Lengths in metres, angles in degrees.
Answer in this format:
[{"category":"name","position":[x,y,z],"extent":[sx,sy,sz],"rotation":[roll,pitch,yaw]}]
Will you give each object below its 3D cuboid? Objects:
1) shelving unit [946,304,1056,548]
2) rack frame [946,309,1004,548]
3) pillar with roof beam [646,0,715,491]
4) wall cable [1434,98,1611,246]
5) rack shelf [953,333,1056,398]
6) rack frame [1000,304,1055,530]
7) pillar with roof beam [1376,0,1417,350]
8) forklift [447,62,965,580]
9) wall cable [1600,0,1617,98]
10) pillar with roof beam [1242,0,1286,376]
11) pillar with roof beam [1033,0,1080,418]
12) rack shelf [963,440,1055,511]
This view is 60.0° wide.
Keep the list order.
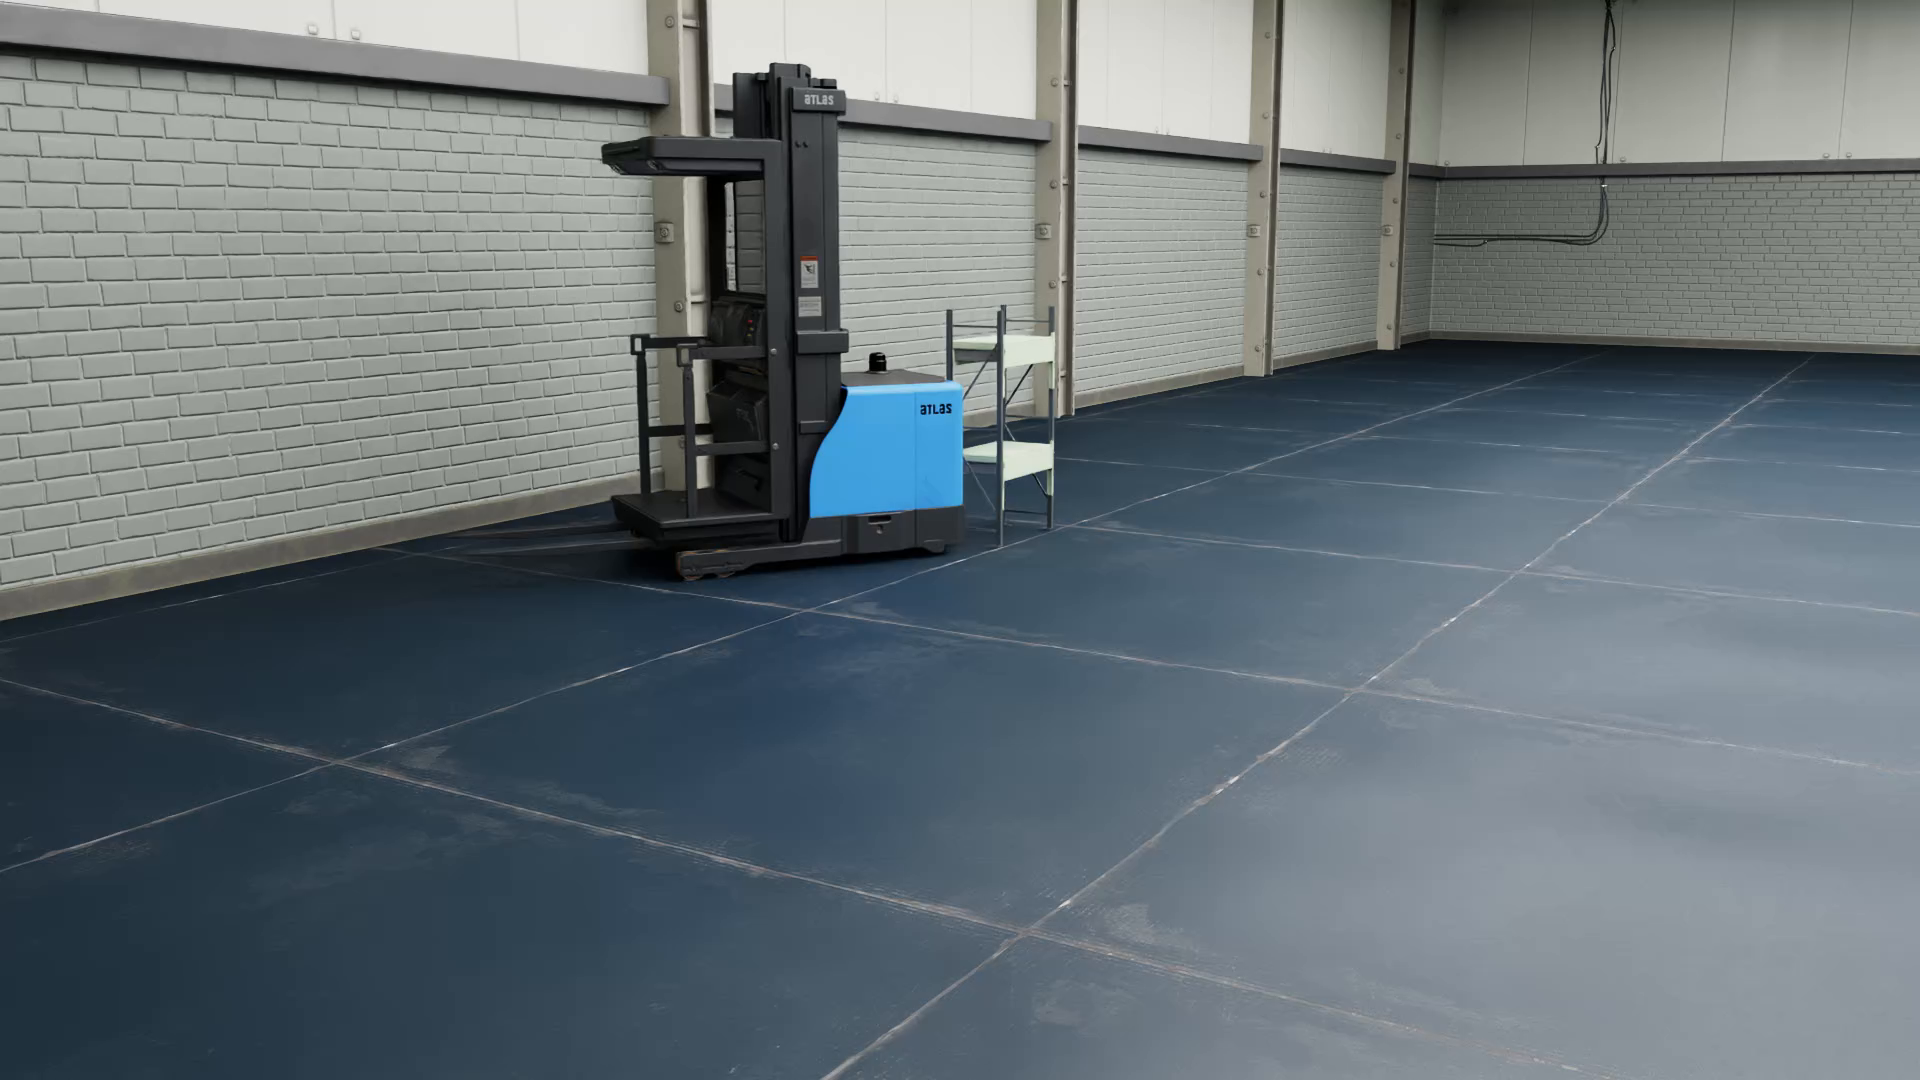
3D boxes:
[{"category":"shelving unit","position":[0.271,-0.765,10.881],"extent":[0.431,1.500,0.755],"rotation":[6,12,29]},{"category":"rack frame","position":[0.092,-0.707,10.567],"extent":[0.400,1.500,0.023],"rotation":[6,12,29]},{"category":"pillar with roof beam","position":[1.585,-4.423,10.041],"extent":[9.100,9.000,0.400],"rotation":[6,12,31]},{"category":"wall cable","position":[9.911,-6.476,29.445],"extent":[3.097,2.526,0.112],"rotation":[6,12,31]},{"category":"rack shelf","position":[0.271,-1.149,10.809],"extent":[0.431,0.370,0.720],"rotation":[6,12,29]},{"category":"rack frame","position":[0.450,-0.824,11.195],"extent":[0.400,1.500,0.023],"rotation":[6,12,29]},{"category":"pillar with roof beam","position":[10.930,-7.254,25.162],"extent":[9.100,9.000,0.400],"rotation":[6,12,31]},{"category":"forklift","position":[-1.522,-1.317,9.937],"extent":[3.031,2.935,1.130],"rotation":[-5,12,-26]},{"category":"wall cable","position":[12.223,-8.700,27.600],"extent":[3.097,2.526,0.112],"rotation":[6,12,31]},{"category":"pillar with roof beam","position":[7.815,-6.310,20.122],"extent":[9.100,9.000,0.400],"rotation":[6,12,31]},{"category":"pillar with roof beam","position":[4.700,-5.367,15.081],"extent":[9.100,9.000,0.400],"rotation":[6,12,31]},{"category":"rack shelf","position":[0.271,-0.445,10.941],"extent":[0.431,0.370,0.720],"rotation":[6,12,29]}]
